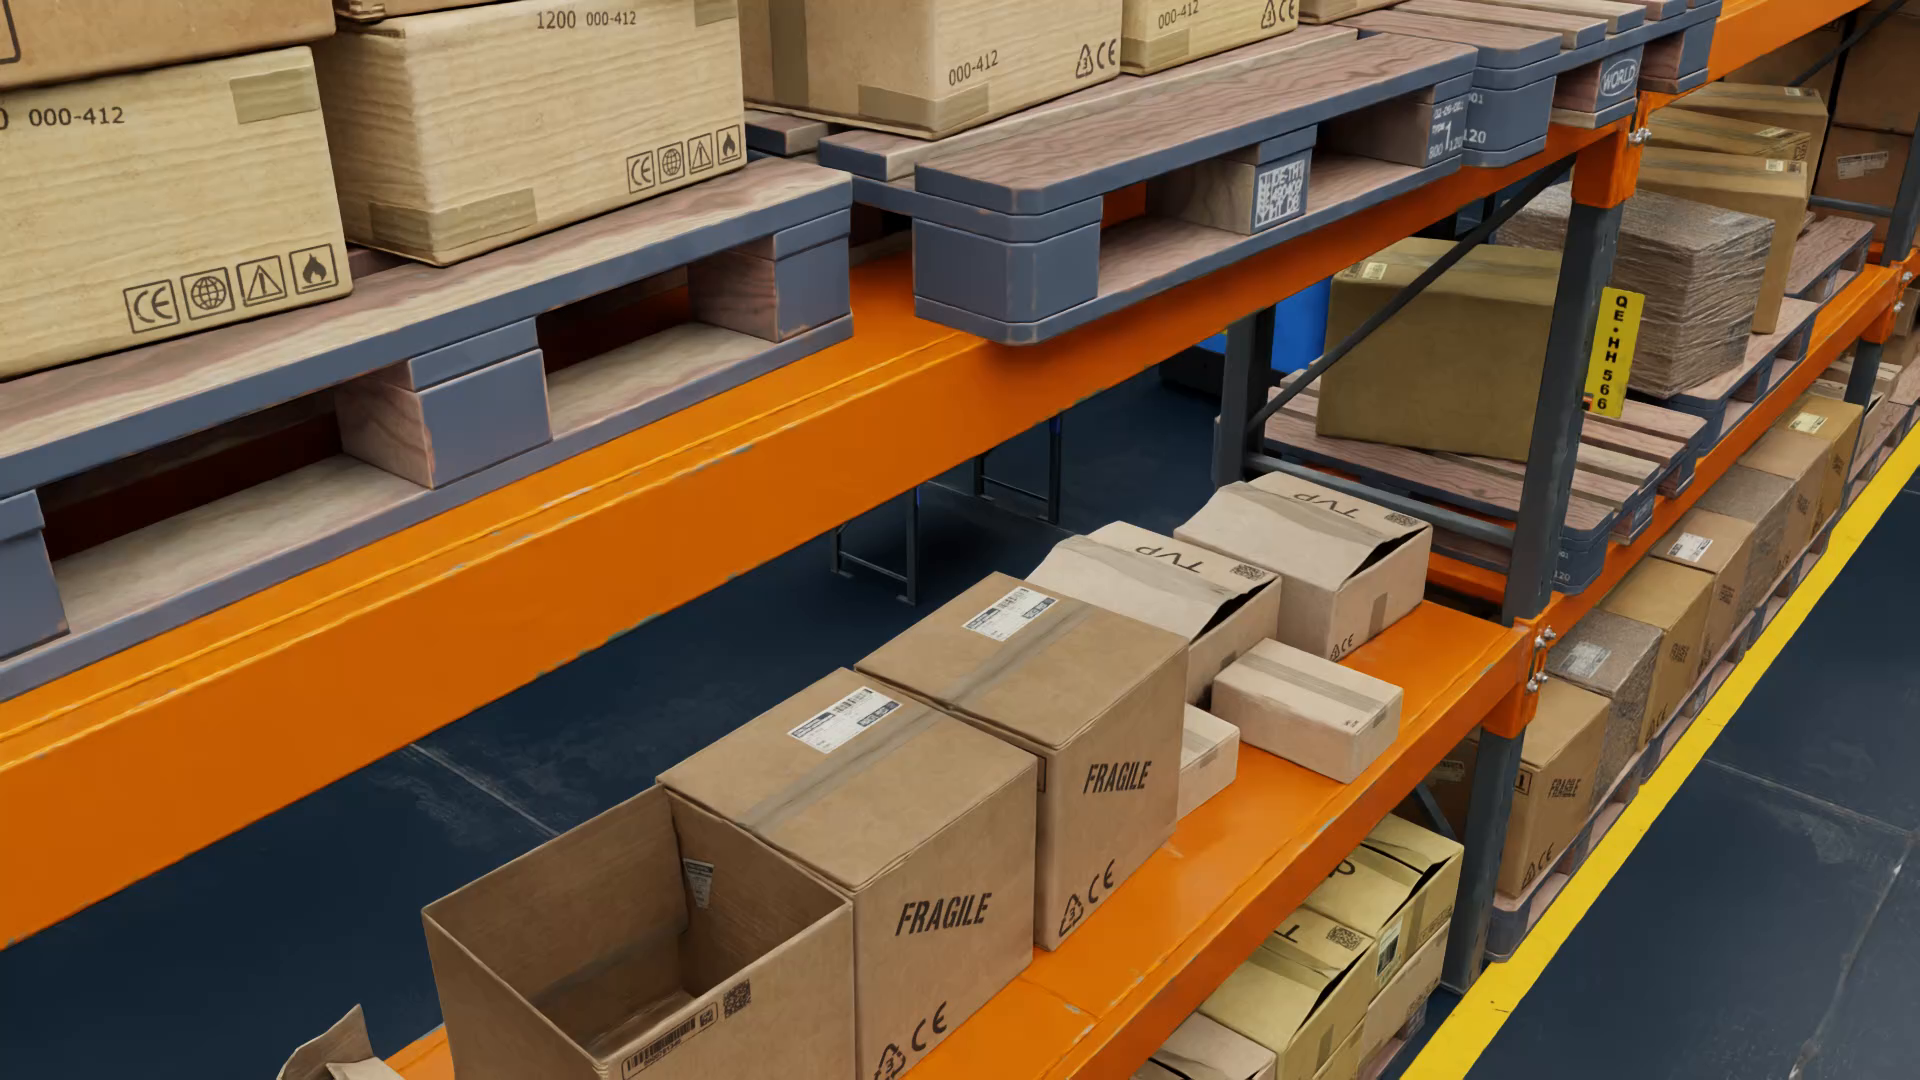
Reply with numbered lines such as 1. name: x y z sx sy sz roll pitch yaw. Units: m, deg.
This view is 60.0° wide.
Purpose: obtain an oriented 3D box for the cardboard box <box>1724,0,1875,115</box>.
1. cardboard box: 3.851 -2.270 7.677 0.500 0.500 0.500 21 34 35

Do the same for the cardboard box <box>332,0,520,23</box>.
1. cardboard box: -0.592 -0.891 1.834 0.500 0.500 0.500 -25 36 -39

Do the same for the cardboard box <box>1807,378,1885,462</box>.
1. cardboard box: 4.163 -0.613 8.119 0.500 0.311 0.500 21 34 34

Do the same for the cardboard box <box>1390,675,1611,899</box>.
1. cardboard box: 1.695 0.728 5.319 0.500 0.500 0.500 22 35 36

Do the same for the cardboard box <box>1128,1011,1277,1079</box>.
1. cardboard box: 0.393 1.299 3.899 0.500 0.311 0.500 20 34 34

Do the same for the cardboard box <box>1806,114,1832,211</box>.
1. cardboard box: 3.849 -1.823 7.901 0.500 0.500 0.500 21 34 35

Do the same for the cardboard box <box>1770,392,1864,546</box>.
1. cardboard box: 3.636 -0.353 7.410 0.500 0.500 0.500 21 34 34

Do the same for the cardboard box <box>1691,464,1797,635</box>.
1. cardboard box: 2.996 -0.003 6.732 0.500 0.500 0.500 21 34 35

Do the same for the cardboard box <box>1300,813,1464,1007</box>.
1. cardboard box: 1.042 0.935 4.604 0.500 0.311 0.500 22 34 36

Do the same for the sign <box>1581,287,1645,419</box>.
1. sign: 1.615 -0.462 4.118 0.100 0.325 0.005 21 34 34

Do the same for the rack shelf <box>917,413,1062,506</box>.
1. rack shelf: -0.054 -0.476 7.430 0.538 0.185 1.000 21 34 34

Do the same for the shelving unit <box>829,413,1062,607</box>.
1. shelving unit: -0.054 -0.636 7.347 0.538 1.500 1.048 21 34 34

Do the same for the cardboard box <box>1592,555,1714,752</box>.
1. cardboard box: 2.347 0.365 6.022 0.500 0.500 0.500 20 34 34

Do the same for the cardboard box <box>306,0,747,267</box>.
1. cardboard box: -0.613 -0.554 1.997 0.500 0.250 0.500 17 32 30

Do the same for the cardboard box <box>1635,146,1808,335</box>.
1. cardboard box: 2.653 -1.113 6.071 0.700 0.500 0.500 12 30 22

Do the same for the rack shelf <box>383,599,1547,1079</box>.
1. rack shelf: -0.087 0.920 3.490 1.077 0.370 4.000 21 34 34

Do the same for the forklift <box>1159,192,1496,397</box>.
1. forklift: 2.503 -2.516 9.424 1.130 2.935 3.031 24 35 38

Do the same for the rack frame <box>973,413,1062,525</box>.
1. rack frame: 0.269 -0.816 7.695 0.500 1.500 0.032 21 34 34

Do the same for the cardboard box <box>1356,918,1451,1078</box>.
1. cardboard box: 1.038 1.184 4.732 0.500 0.250 0.500 22 34 36

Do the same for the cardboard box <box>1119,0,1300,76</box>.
1. cardboard box: 0.248 -0.993 2.846 0.500 0.250 0.500 20 33 33

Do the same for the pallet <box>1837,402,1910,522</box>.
1. pallet: 4.167 -0.531 8.548 1.003 0.211 1.213 21 34 34

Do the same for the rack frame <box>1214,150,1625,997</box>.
1. rack frame: 1.185 -0.109 4.695 1.000 3.000 0.127 21 34 34

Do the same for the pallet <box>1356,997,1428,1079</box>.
1. pallet: 0.631 1.410 4.794 1.003 0.211 1.213 21 34 34

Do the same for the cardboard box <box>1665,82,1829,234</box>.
1. cardboard box: 3.255 -1.655 7.119 0.700 0.500 0.500 9 29 18

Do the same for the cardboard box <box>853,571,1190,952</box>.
1. cardboard box: 0.130 0.447 3.513 0.500 0.500 0.500 19 33 32

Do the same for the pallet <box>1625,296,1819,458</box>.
1. pallet: 2.418 -0.714 6.075 1.003 0.211 1.213 21 34 34

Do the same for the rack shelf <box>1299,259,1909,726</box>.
1. rack shelf: 2.457 -0.498 6.231 1.077 0.370 4.000 21 34 34

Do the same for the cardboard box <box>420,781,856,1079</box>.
1. cardboard box: -0.523 0.811 2.809 0.500 0.500 0.500 24 36 38

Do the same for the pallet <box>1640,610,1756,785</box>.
1. pallet: 2.465 0.446 6.659 1.003 0.211 1.213 21 34 34

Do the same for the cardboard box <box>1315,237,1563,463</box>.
1. cardboard box: 1.498 -0.596 5.071 0.700 0.500 0.500 10 29 18

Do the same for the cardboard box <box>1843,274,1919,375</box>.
1. cardboard box: 4.920 -1.281 9.200 0.797 0.503 0.637 21 34 34

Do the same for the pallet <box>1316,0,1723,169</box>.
1. pallet: 0.822 -1.090 3.534 1.213 0.211 1.003 23 35 37

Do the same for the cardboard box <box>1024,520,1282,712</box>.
1. cardboard box: 0.467 0.192 4.212 0.500 0.311 0.500 20 34 34

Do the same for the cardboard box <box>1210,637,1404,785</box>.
1. cardboard box: 0.826 0.403 3.980 0.380 0.149 0.250 21 34 34

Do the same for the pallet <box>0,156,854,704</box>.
1. pallet: -0.808 -0.254 1.920 0.805 0.209 1.217 19 33 32
